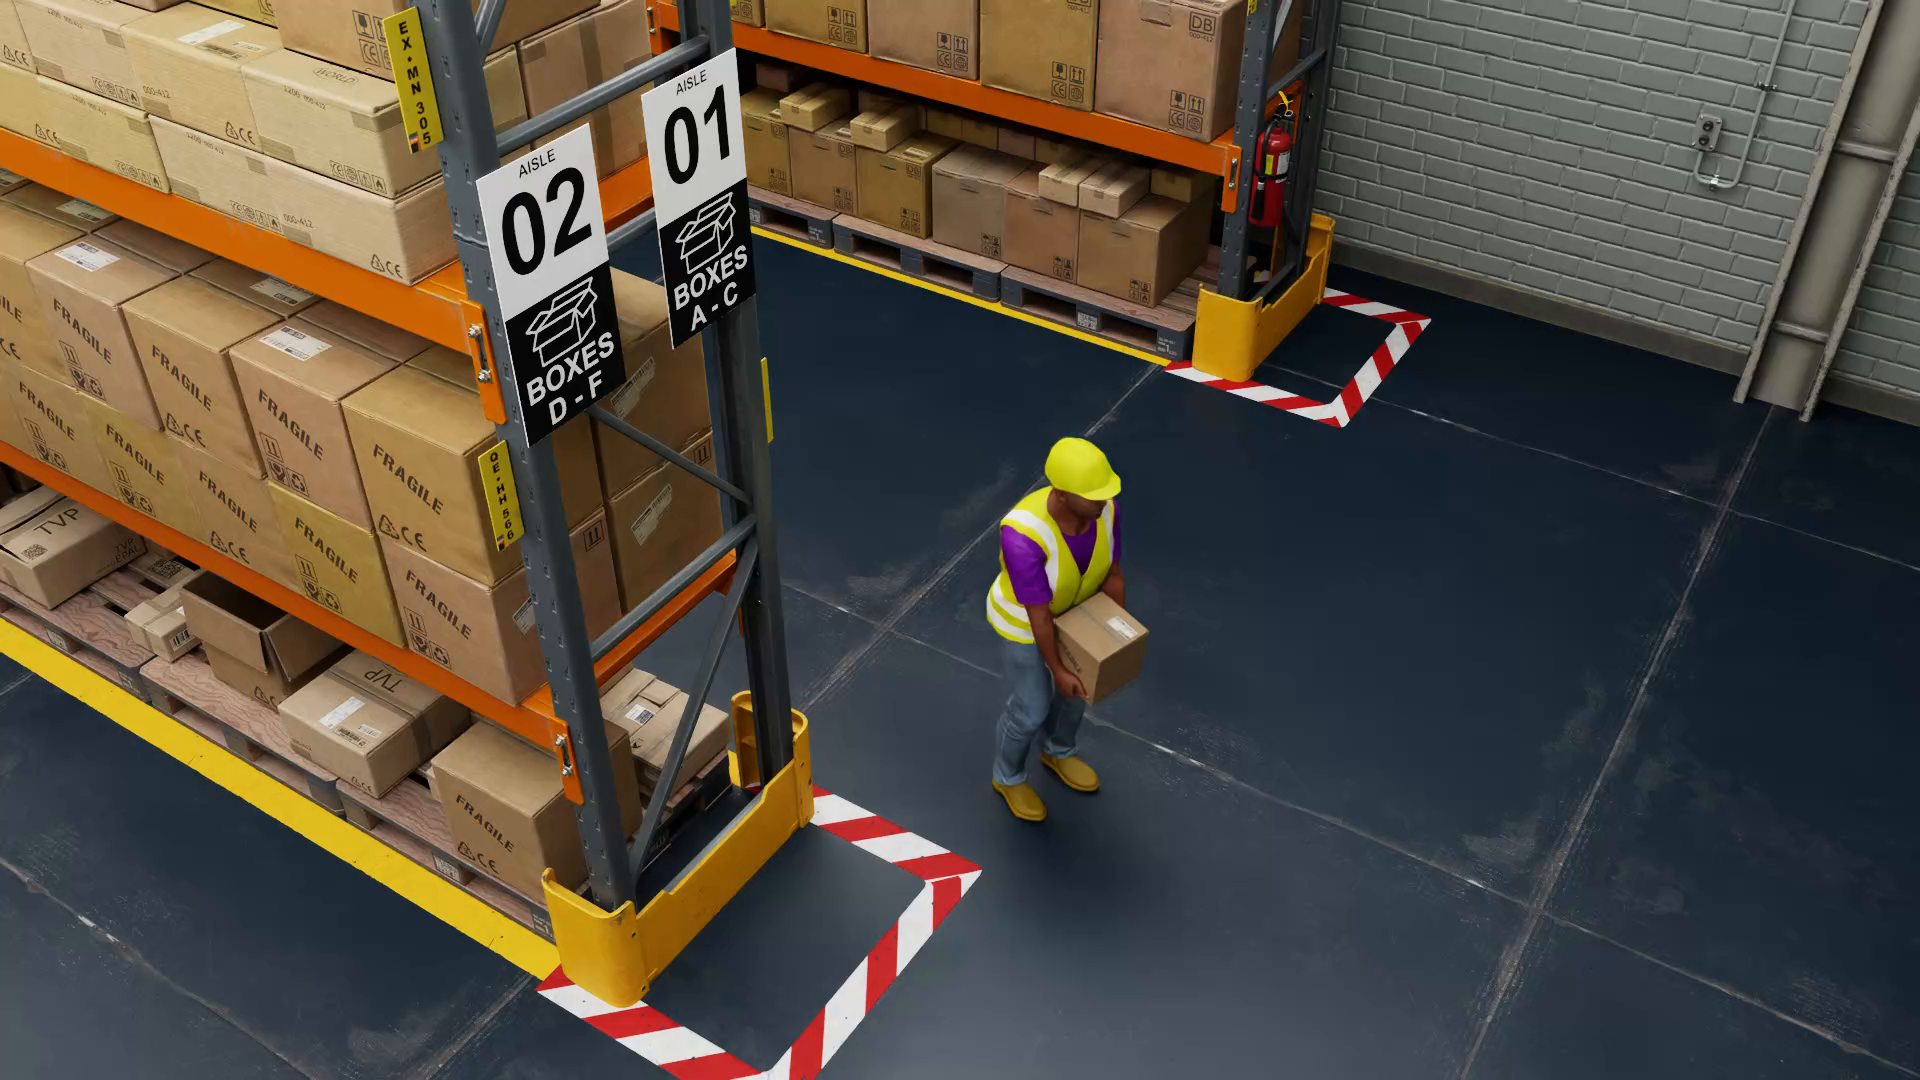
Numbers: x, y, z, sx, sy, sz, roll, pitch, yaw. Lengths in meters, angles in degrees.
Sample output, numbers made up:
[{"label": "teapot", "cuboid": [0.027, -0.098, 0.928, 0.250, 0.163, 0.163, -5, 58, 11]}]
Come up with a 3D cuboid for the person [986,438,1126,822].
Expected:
[{"label": "person", "cuboid": [0.396, 0.347, 6.236, 0.503, 1.745, 0.583, -26, 45, -29]}]
